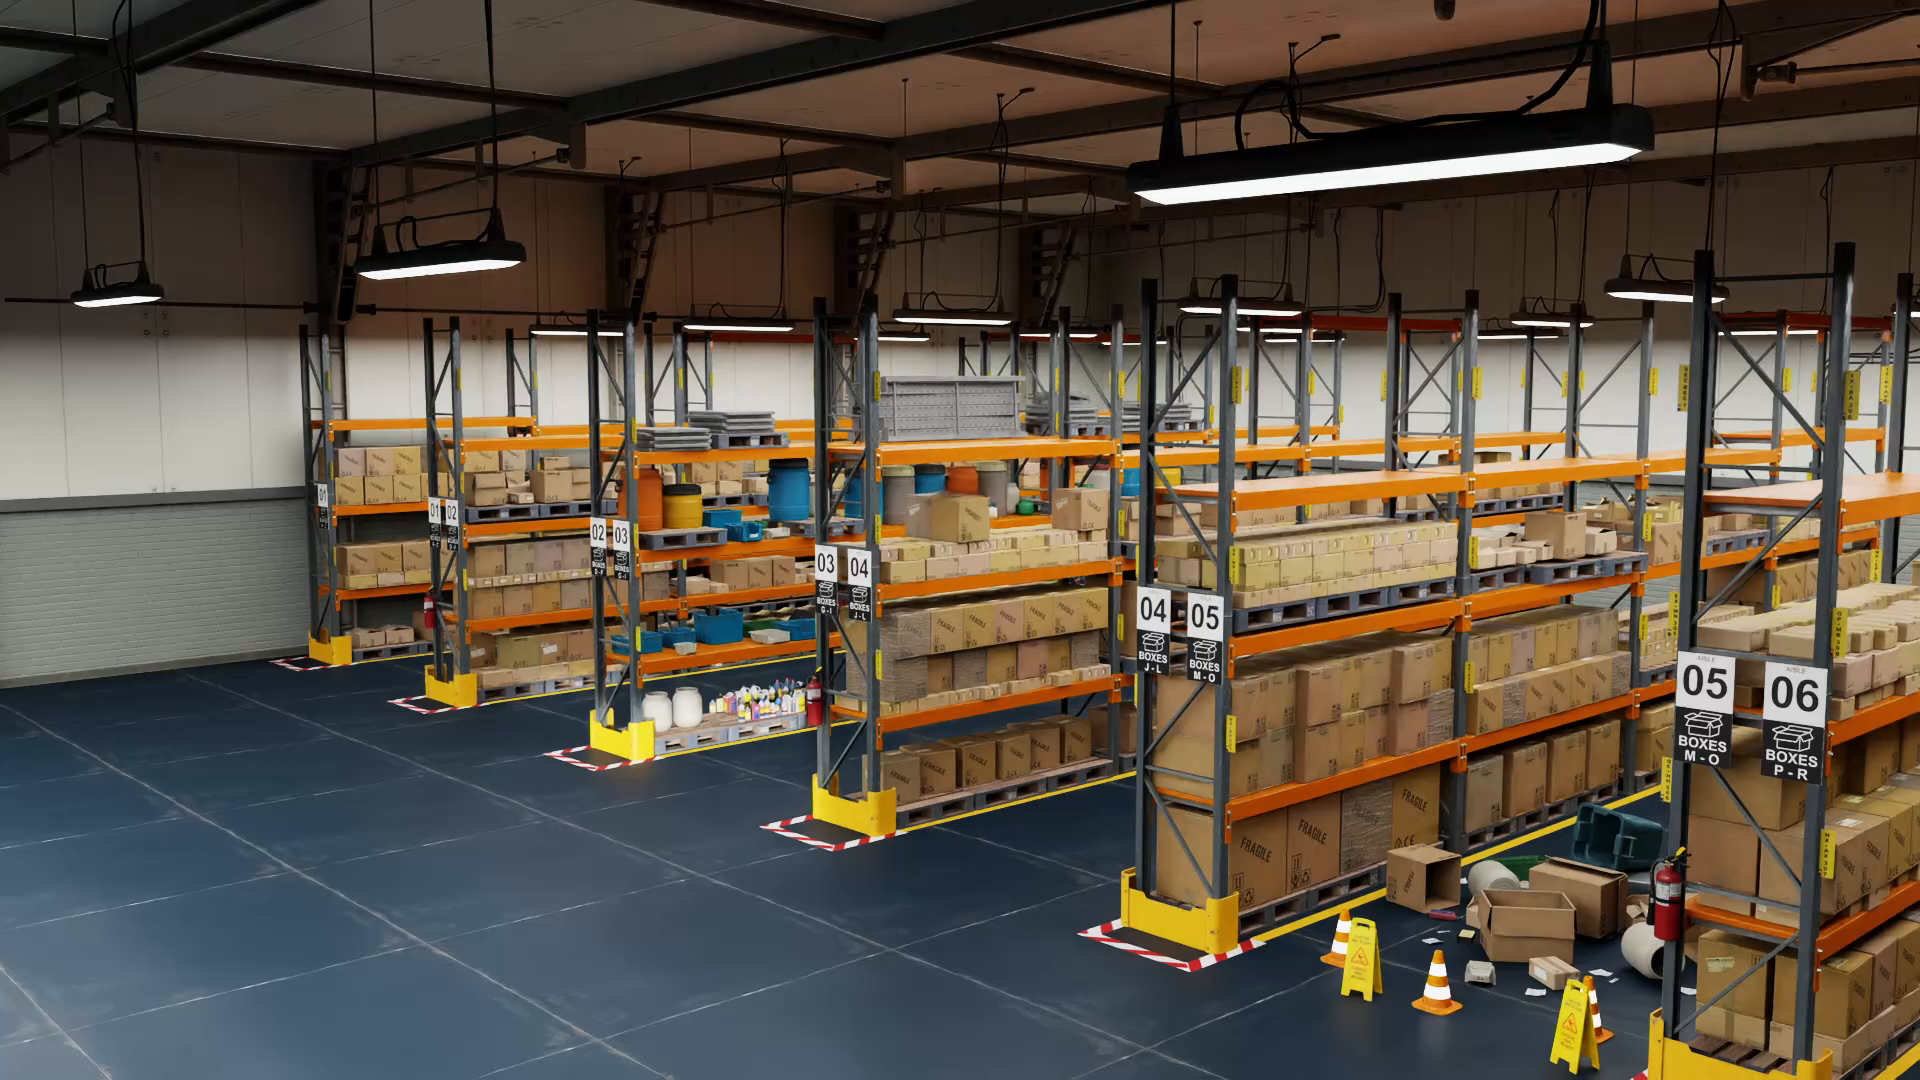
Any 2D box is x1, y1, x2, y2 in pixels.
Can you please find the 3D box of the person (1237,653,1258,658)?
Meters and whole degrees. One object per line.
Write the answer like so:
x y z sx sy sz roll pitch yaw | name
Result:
3.646 2.122 21.552 0.559 1.742 0.583 -1 6 -8 | person
